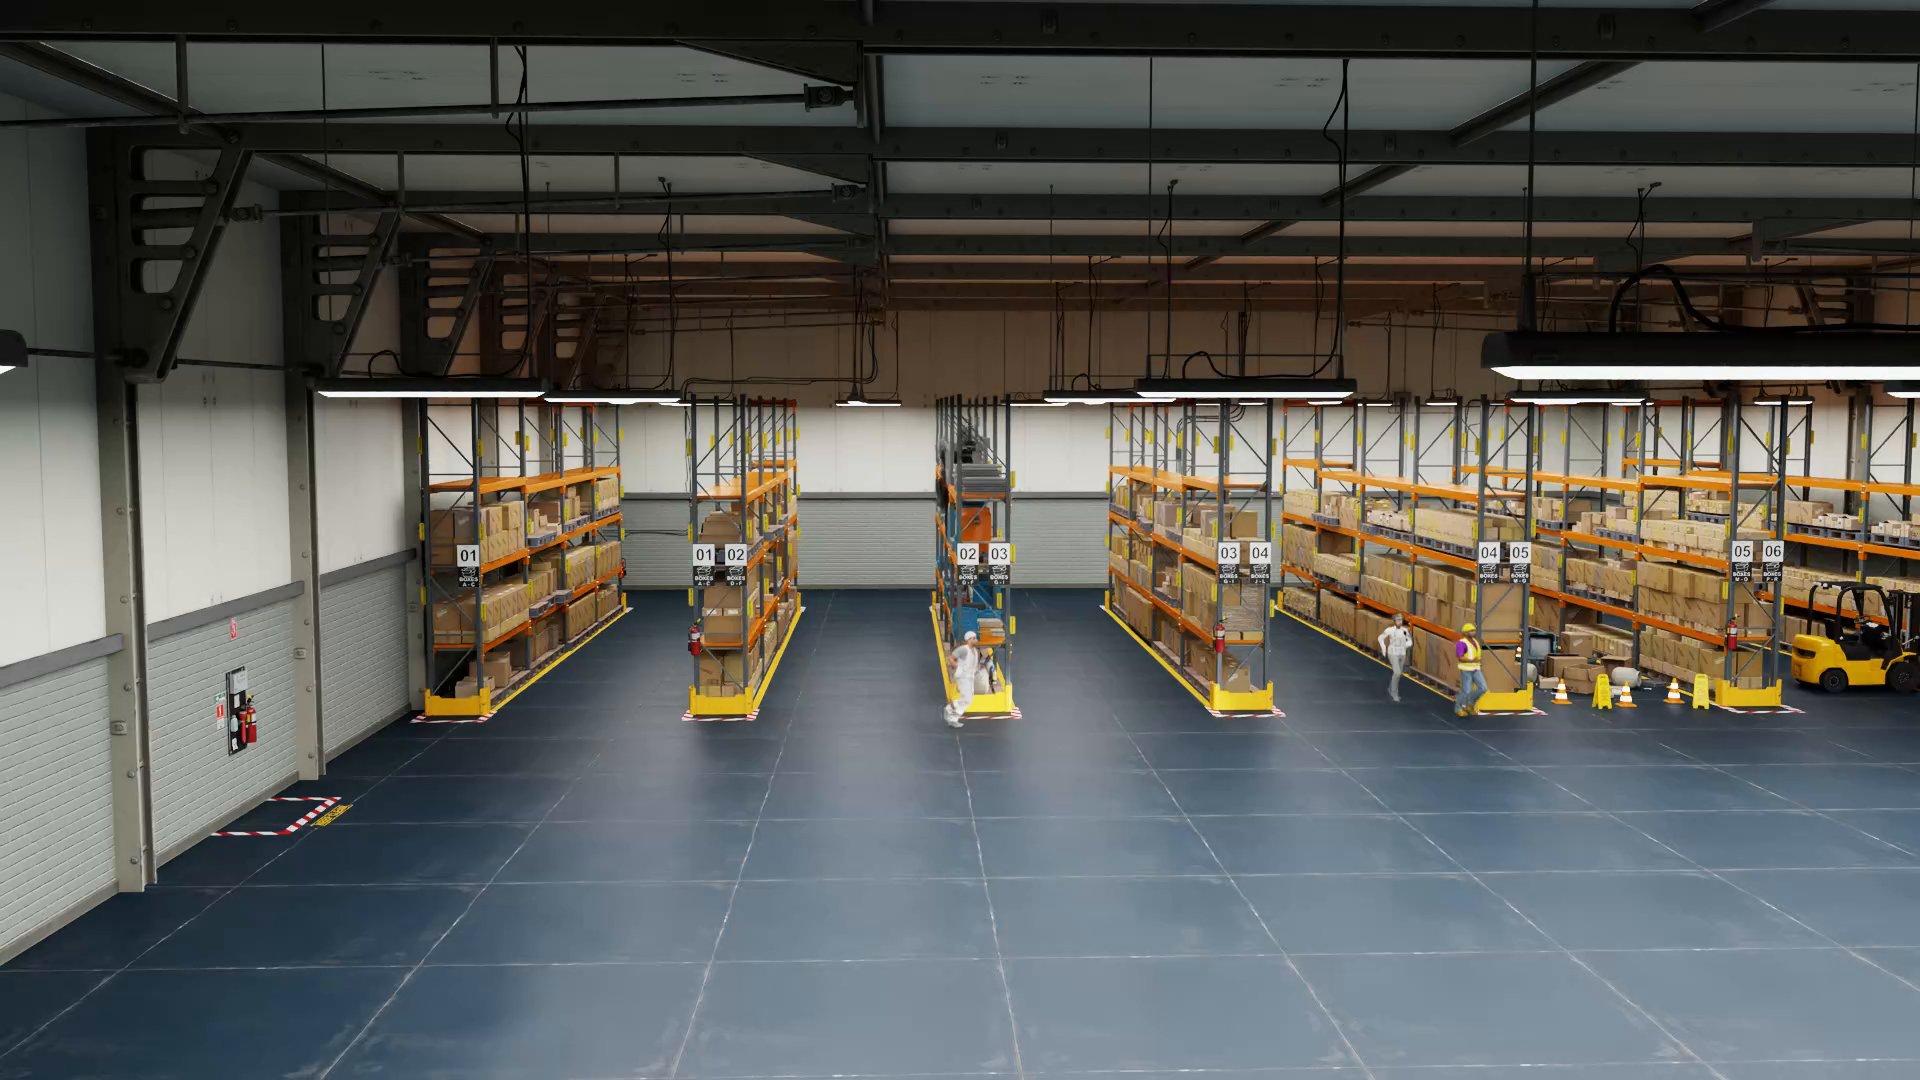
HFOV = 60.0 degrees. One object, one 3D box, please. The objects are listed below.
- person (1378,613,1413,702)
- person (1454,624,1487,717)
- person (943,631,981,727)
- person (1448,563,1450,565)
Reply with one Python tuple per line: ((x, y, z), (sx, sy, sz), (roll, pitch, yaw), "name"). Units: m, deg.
((8.602, 2.309, 32.762), (0.585, 1.745, 0.730), (-1, 5, -13), "person")
((9.471, 2.418, 30.798), (0.676, 1.746, 0.671), (-3, 5, -32), "person")
((0.096, 2.500, 30.106), (0.595, 1.690, 0.722), (3, 5, 35), "person")
((14.771, 0.956, 49.315), (1.046, 1.742, 0.740), (3, 5, 30), "person")
